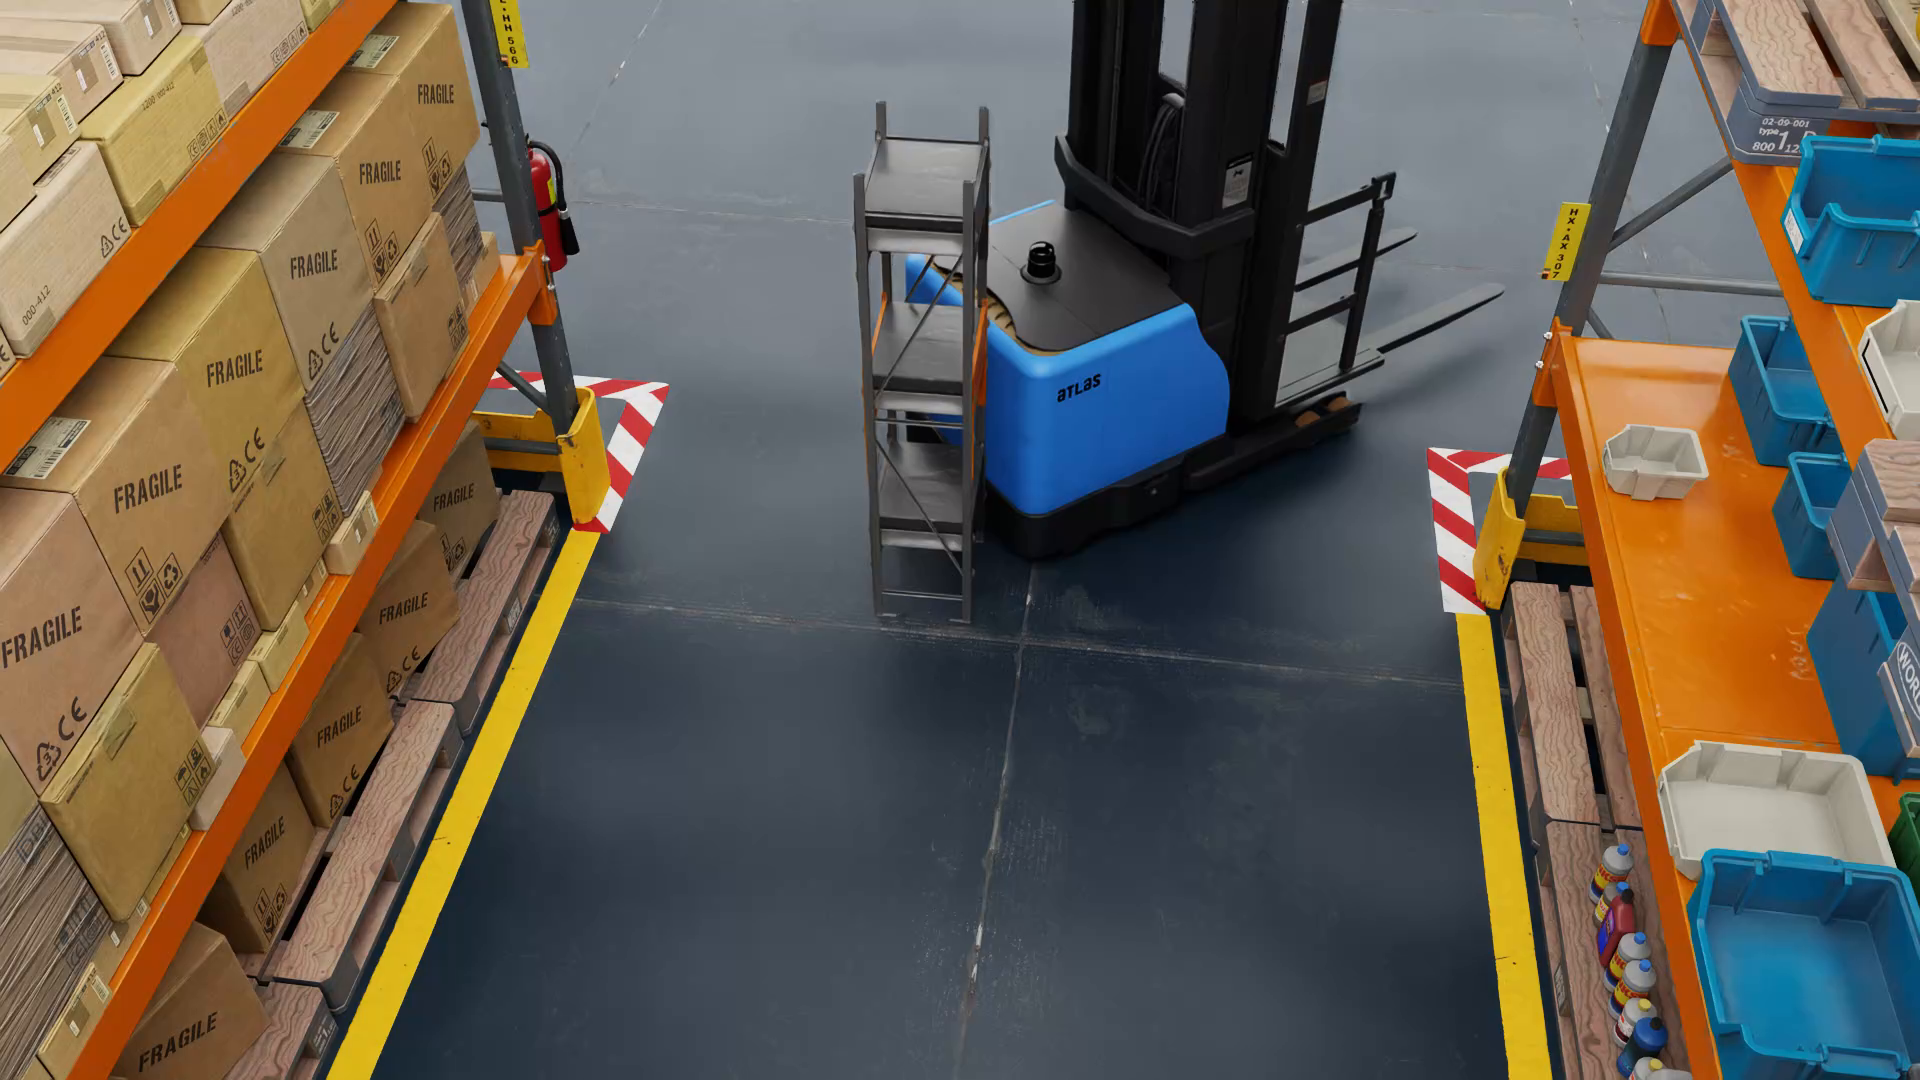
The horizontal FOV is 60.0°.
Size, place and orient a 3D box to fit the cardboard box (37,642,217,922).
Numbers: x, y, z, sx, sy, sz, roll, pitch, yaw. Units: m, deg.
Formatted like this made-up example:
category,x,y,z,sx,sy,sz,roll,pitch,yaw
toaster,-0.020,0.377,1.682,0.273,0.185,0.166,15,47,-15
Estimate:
category,x,y,z,sx,sy,sz,roll,pitch,yaw
cardboard box,-2.476,0.567,4.202,0.875,0.500,0.500,5,44,6

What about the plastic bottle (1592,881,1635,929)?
category,x,y,z,sx,sy,sz,roll,pitch,yaw
plastic bottle,2.178,1.209,5.529,0.097,0.201,0.097,0,43,0

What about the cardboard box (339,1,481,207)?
category,x,y,z,sx,sy,sz,roll,pitch,yaw
cardboard box,-1.997,-1.486,5.643,0.500,0.500,0.500,5,44,6

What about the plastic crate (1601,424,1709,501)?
category,x,y,z,sx,sy,sz,roll,pitch,yaw
plastic crate,2.303,-0.249,5.545,0.298,0.136,0.250,5,44,6

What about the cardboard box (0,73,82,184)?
category,x,y,z,sx,sy,sz,roll,pitch,yaw
cardboard box,-2.215,-0.915,3.694,0.380,0.149,0.250,4,44,5

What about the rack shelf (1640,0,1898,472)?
category,x,y,z,sx,sy,sz,roll,pitch,yaw
rack shelf,2.476,-0.390,3.844,1.077,0.370,4.000,5,44,6

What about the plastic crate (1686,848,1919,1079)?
category,x,y,z,sx,sy,sz,roll,pitch,yaw
plastic crate,2.089,1.076,4.063,0.499,0.251,0.616,5,44,6

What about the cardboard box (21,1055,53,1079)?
category,x,y,z,sx,sy,sz,roll,pitch,yaw
cardboard box,-2.372,1.322,3.877,0.380,0.149,0.250,5,44,6

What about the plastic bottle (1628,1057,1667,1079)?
category,x,y,z,sx,sy,sz,roll,pitch,yaw
plastic bottle,2.093,1.648,5.066,0.097,0.201,0.097,0,43,0

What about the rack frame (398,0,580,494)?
category,x,y,z,sx,sy,sz,roll,pitch,yaw
rack frame,-2.169,-1.376,6.543,1.000,3.000,0.127,5,44,6

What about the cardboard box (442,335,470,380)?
category,x,y,z,sx,sy,sz,roll,pitch,yaw
cardboard box,-2.018,-0.726,6.040,0.380,0.149,0.250,5,44,6

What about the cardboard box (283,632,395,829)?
category,x,y,z,sx,sy,sz,roll,pitch,yaw
cardboard box,-2.415,0.639,5.928,0.500,0.500,0.500,9,44,9

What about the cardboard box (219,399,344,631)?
category,x,y,z,sx,sy,sz,roll,pitch,yaw
cardboard box,-2.403,-0.120,4.928,0.875,0.500,0.500,5,44,6

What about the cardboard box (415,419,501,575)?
category,x,y,z,sx,sy,sz,roll,pitch,yaw
cardboard box,-2.268,-0.197,6.811,0.500,0.500,0.500,13,45,13

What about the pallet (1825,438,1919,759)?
category,x,y,z,sx,sy,sz,roll,pitch,yaw
pallet,2.210,0.279,2.751,1.213,0.211,1.003,5,44,6

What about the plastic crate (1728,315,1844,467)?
category,x,y,z,sx,sy,sz,roll,pitch,yaw
plastic crate,2.971,-0.503,5.730,0.499,0.251,0.616,5,44,6

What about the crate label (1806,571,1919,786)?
category,x,y,z,sx,sy,sz,roll,pitch,yaw
crate label,2.765,0.341,4.705,0.502,0.435,0.616,5,44,6

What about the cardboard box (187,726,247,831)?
category,x,y,z,sx,sy,sz,roll,pitch,yaw
cardboard box,-2.223,0.642,4.595,0.380,0.149,0.250,5,44,6

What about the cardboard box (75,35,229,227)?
category,x,y,z,sx,sy,sz,roll,pitch,yaw
cardboard box,-2.182,-1.027,4.102,0.500,0.250,0.500,5,44,5

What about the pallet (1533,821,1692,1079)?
category,x,y,z,sx,sy,sz,roll,pitch,yaw
pallet,2.500,1.525,5.508,1.003,0.211,1.213,5,44,6

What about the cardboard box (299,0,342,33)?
category,x,y,z,sx,sy,sz,roll,pitch,yaw
cardboard box,-2.044,-1.718,4.833,0.500,0.250,0.500,5,44,6

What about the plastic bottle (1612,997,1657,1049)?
category,x,y,z,sx,sy,sz,roll,pitch,yaw
plastic bottle,2.120,1.507,5.214,0.097,0.201,0.097,0,43,0

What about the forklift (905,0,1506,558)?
category,x,y,z,sx,sy,sz,roll,pitch,yaw
forklift,1.267,-1.776,7.016,3.031,2.935,1.130,-24,49,-23

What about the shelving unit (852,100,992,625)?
category,x,y,z,sx,sy,sz,roll,pitch,yaw
shelving unit,-0.126,-0.598,6.377,0.431,2.100,0.503,5,44,5

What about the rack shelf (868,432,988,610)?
category,x,y,z,sx,sy,sz,roll,pitch,yaw
rack shelf,-0.126,-0.080,6.868,0.431,0.518,0.480,5,44,5

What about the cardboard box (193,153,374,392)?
category,x,y,z,sx,sy,sz,roll,pitch,yaw
cardboard box,-2.126,-0.804,4.923,0.500,0.500,0.500,5,44,6

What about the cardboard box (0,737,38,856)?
category,x,y,z,sx,sy,sz,roll,pitch,yaw
cardboard box,-2.387,0.559,3.483,0.500,0.500,0.500,5,44,6

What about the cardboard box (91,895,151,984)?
category,x,y,z,sx,sy,sz,roll,pitch,yaw
cardboard box,-2.320,0.980,4.238,0.380,0.149,0.250,5,44,6

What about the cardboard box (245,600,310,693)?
category,x,y,z,sx,sy,sz,roll,pitch,yaw
cardboard box,-2.186,0.299,4.958,0.380,0.149,0.250,5,44,6

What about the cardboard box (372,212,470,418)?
category,x,y,z,sx,sy,sz,roll,pitch,yaw
cardboard box,-2.216,-0.796,5.642,0.875,0.500,0.500,5,44,6

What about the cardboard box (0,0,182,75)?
category,x,y,z,sx,sy,sz,roll,pitch,yaw
cardboard box,-2.158,-1.269,4.068,0.380,0.149,0.250,3,44,3

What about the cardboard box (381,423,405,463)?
category,x,y,z,sx,sy,sz,roll,pitch,yaw
cardboard box,-2.141,-0.391,5.686,0.380,0.149,0.250,5,44,6

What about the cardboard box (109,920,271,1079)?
category,x,y,z,sx,sy,sz,roll,pitch,yaw
cardboard box,-2.537,1.446,5.077,0.500,0.500,0.500,19,46,19

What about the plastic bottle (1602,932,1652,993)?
category,x,y,z,sx,sy,sz,roll,pitch,yaw
plastic bottle,2.146,1.346,5.333,0.097,0.271,0.097,0,43,0

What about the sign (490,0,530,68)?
category,x,y,z,sx,sy,sz,roll,pitch,yaw
sign,-1.622,-1.847,5.969,0.100,0.325,0.005,5,44,6

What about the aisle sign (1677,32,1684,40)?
category,x,y,z,sx,sy,sz,roll,pitch,yaw
aisle sign,2.459,-1.945,5.254,0.394,0.787,0.004,5,44,6

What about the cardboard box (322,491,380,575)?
category,x,y,z,sx,sy,sz,roll,pitch,yaw
cardboard box,-2.097,-0.040,5.315,0.380,0.149,0.250,5,44,6

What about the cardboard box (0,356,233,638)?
category,x,y,z,sx,sy,sz,roll,pitch,yaw
cardboard box,-2.255,-0.122,4.203,0.500,0.500,0.500,5,44,6

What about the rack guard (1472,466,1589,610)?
category,x,y,z,sx,sy,sz,roll,pitch,yaw
rack guard,2.777,0.038,6.868,1.175,0.500,0.348,5,44,6

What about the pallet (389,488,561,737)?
category,x,y,z,sx,sy,sz,roll,pitch,yaw
pallet,-2.322,0.239,6.866,1.003,0.211,1.213,5,44,6

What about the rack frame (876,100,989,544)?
category,x,y,z,sx,sy,sz,roll,pitch,yaw
rack frame,-0.097,-0.765,6.553,0.400,2.100,0.015,5,44,5

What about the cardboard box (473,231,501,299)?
category,x,y,z,sx,sy,sz,roll,pitch,yaw
cardboard box,-2.002,-1.072,6.405,0.380,0.149,0.250,5,44,6

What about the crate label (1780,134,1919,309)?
category,x,y,z,sx,sy,sz,roll,pitch,yaw
crate label,2.165,-0.715,3.772,0.502,0.251,0.408,5,44,6

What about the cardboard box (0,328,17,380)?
category,x,y,z,sx,sy,sz,roll,pitch,yaw
cardboard box,-2.320,-0.329,3.365,0.500,0.250,0.500,5,44,5

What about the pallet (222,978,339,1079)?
category,x,y,z,sx,sy,sz,roll,pitch,yaw
pallet,-2.644,1.902,5.110,1.003,0.211,1.213,5,44,6
